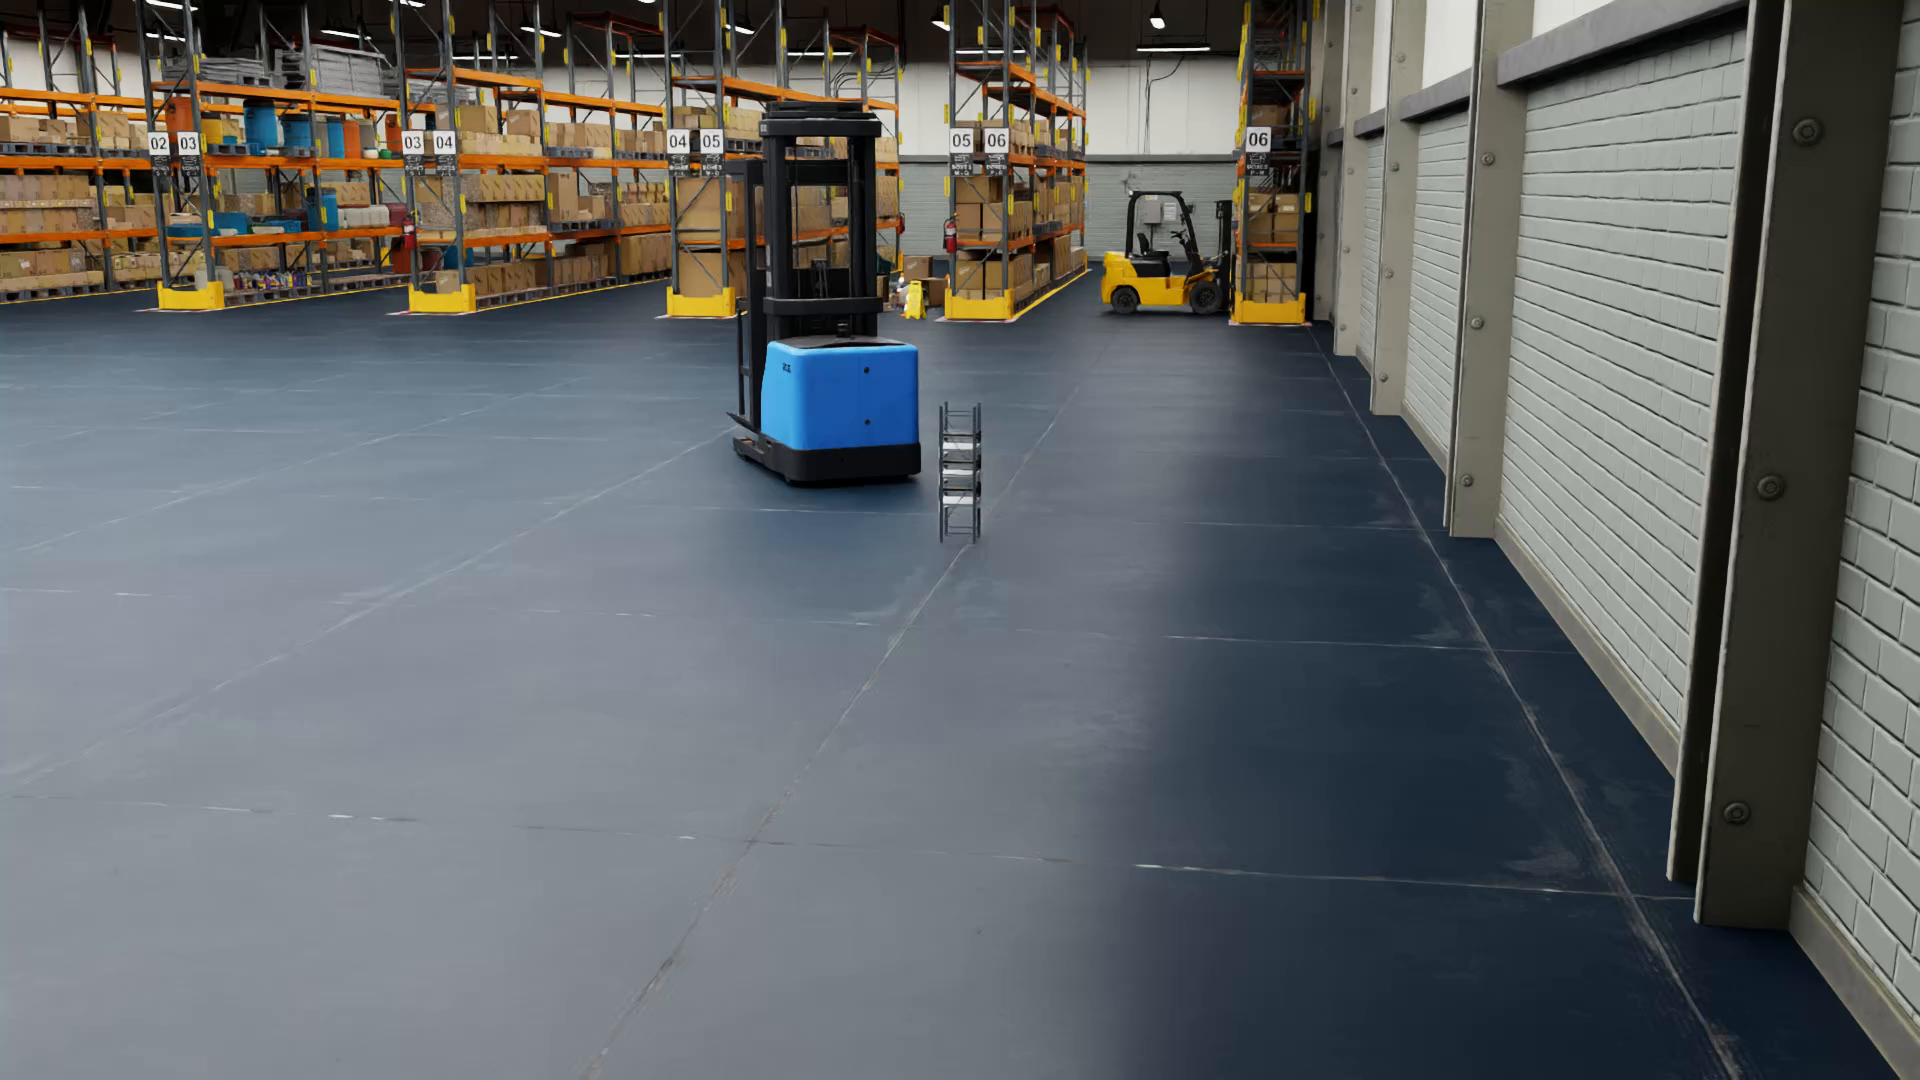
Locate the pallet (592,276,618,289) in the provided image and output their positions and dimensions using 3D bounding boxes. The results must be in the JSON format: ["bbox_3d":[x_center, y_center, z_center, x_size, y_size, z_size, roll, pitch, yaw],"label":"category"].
[{"bbox_3d":[-8.359,-5.778,37.301,1.003,0.211,1.213,2,12,9],"label":"pallet"}]

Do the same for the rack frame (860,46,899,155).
[{"bbox_3d":[-2.122,-11.720,44.014,1.000,3.000,0.127,2,12,9],"label":"rack frame"}]

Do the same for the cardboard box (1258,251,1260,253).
[{"bbox_3d":[6.466,-6.398,36.959,0.380,0.149,0.250,2,12,10],"label":"cardboard box"}]

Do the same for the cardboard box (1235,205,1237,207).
[{"bbox_3d":[6.579,-7.544,37.646,0.700,0.500,0.500,2,12,8],"label":"cardboard box"}]

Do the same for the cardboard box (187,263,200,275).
[{"bbox_3d":[-17.941,-6.261,38.457,0.500,0.250,0.500,2,12,8],"label":"cardboard box"}]

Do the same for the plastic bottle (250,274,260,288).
[{"bbox_3d":[-14.225,-5.233,33.575,0.152,0.276,0.135,2,12,9],"label":"plastic bottle"}]

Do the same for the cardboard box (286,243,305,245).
[{"bbox_3d":[-17.603,-7.579,43.929,0.500,0.500,0.500,2,12,9],"label":"cardboard box"}]

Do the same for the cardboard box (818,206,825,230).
[{"bbox_3d":[-3.234,-6.964,35.951,0.500,0.500,0.500,2,12,9],"label":"cardboard box"}]

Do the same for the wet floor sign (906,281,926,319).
[{"bbox_3d":[-0.762,-4.161,28.770,0.267,0.644,0.232,7,14,28],"label":"wet floor sign"}]

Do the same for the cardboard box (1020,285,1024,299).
[{"bbox_3d":[0.879,-4.557,30.549,0.500,0.250,0.500,3,12,12],"label":"cardboard box"}]

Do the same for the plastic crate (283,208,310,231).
[{"bbox_3d":[-13.975,-6.773,35.150,0.402,0.464,0.583,2,12,9],"label":"plastic crate"}]

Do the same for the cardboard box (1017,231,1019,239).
[{"bbox_3d":[0.869,-5.581,30.366,0.380,0.149,0.250,2,12,7],"label":"cardboard box"}]

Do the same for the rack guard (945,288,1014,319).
[{"bbox_3d":[0.336,-4.111,28.881,1.175,0.500,0.348,2,12,9],"label":"rack guard"}]

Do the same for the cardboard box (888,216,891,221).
[{"bbox_3d":[-2.008,-8.430,43.586,0.380,0.149,0.250,2,12,10],"label":"cardboard box"}]

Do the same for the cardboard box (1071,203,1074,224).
[{"bbox_3d":[2.501,-7.953,40.539,0.500,0.500,0.500,2,12,11],"label":"cardboard box"}]

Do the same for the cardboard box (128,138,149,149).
[{"bbox_3d":[-18.286,-8.787,36.884,0.500,0.250,0.500,1,12,4],"label":"cardboard box"}]

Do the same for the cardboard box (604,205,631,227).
[{"bbox_3d":[-7.894,-7.445,38.180,0.500,0.500,0.500,2,12,10],"label":"cardboard box"}]

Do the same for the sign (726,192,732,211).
[{"bbox_3d":[-4.035,-5.899,29.002,0.100,0.325,0.005,2,12,9],"label":"sign"}]

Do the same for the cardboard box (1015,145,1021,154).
[{"bbox_3d":[0.891,-6.988,29.775,0.380,0.149,0.250,2,12,9],"label":"cardboard box"}]

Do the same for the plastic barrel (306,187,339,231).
[{"bbox_3d":[-13.388,-6.947,34.918,0.600,0.901,0.708,2,12,9],"label":"plastic barrel"}]

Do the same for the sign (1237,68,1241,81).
[{"bbox_3d":[7.154,-11.933,42.600,0.100,0.325,0.005,2,12,9],"label":"sign"}]

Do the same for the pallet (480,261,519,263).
[{"bbox_3d":[-12.256,-7.342,44.562,1.003,0.211,1.213,2,12,9],"label":"pallet"}]

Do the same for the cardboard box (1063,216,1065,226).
[{"bbox_3d":[2.174,-7.430,38.704,0.500,0.250,0.500,2,12,7],"label":"cardboard box"}]

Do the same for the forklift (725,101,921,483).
[{"bbox_3d":[-1.317,-2.146,13.992,1.130,2.935,3.031,-5,13,-21],"label":"forklift"}]

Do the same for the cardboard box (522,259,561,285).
[{"bbox_3d":[-8.737,-5.591,34.705,0.700,0.500,0.500,1,12,4],"label":"cardboard box"}]

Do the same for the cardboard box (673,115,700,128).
[{"bbox_3d":[-4.783,-7.360,29.320,0.500,0.250,0.500,2,12,9],"label":"cardboard box"}]

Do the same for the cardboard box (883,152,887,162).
[{"bbox_3d":[-2.153,-9.756,42.379,0.500,0.250,0.500,2,12,11],"label":"cardboard box"}]

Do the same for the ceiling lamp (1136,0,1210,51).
[{"bbox_3d":[5.802,-14.907,44.949,2.000,3.185,0.800,2,12,9],"label":"ceiling lamp"}]

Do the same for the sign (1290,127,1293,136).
[{"bbox_3d":[7.007,-8.560,35.059,0.100,0.325,0.005,2,12,9],"label":"sign"}]

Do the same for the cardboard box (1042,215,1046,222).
[{"bbox_3d":[1.565,-6.607,34.132,0.380,0.149,0.250,2,12,11],"label":"cardboard box"}]

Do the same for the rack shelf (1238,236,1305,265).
[{"bbox_3d":[5.537,-5.222,29.810,1.077,0.370,4.000,2,12,9],"label":"rack shelf"}]

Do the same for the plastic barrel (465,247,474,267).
[{"bbox_3d":[-12.617,-7.363,42.024,0.600,0.901,0.708,2,12,9],"label":"plastic barrel"}]

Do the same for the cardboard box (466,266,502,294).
[{"bbox_3d":[-9.182,-5.006,32.039,0.500,0.500,0.500,3,13,14],"label":"cardboard box"}]

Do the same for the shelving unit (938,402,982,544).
[{"bbox_3d":[0.001,-0.442,10.906,0.258,0.900,0.210,2,12,9],"label":"shelving unit"}]

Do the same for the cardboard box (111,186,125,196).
[{"bbox_3d":[-22.125,-9.083,43.247,0.500,0.250,0.500,2,12,10],"label":"cardboard box"}]

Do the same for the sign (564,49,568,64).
[{"bbox_3d":[-8.786,-10.787,37.095,0.100,0.325,0.005,2,12,9],"label":"sign"}]

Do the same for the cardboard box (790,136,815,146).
[{"bbox_3d":[-3.343,-8.520,34.816,0.500,0.500,0.500,2,12,9],"label":"cardboard box"}]

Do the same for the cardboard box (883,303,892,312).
[{"bbox_3d":[-1.470,-4.261,30.414,0.380,0.149,0.250,10,15,38],"label":"cardboard box"}]

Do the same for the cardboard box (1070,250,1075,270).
[{"bbox_3d":[2.372,-6.895,40.952,0.875,0.438,0.875,2,12,8],"label":"cardboard box"}]

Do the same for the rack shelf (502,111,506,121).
[{"bbox_3d":[-12.209,-11.098,43.788,1.077,0.370,4.000,2,12,9],"label":"rack shelf"}]

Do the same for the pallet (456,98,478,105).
[{"bbox_3d":[-12.613,-10.768,40.996,1.003,0.211,1.213,2,12,9],"label":"pallet"}]

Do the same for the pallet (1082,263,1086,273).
[{"bbox_3d":[2.739,-7.115,43.509,1.003,0.211,1.213,2,12,9],"label":"pallet"}]

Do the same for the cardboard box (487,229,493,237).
[{"bbox_3d":[-9.014,-5.774,31.263,0.380,0.149,0.250,2,12,9],"label":"cardboard box"}]

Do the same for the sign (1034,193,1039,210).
[{"bbox_3d":[1.477,-6.557,32.243,0.100,0.325,0.005,2,12,9],"label":"sign"}]

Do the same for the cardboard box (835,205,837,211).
[{"bbox_3d":[-3.002,-7.556,37.827,0.380,0.149,0.250,1,12,7],"label":"cardboard box"}]

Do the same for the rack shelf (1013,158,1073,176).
[{"bbox_3d":[1.862,-8.513,37.964,1.077,0.370,4.000,2,12,9],"label":"rack shelf"}]

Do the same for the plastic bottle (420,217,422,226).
[{"bbox_3d":[-12.686,-7.490,39.099,0.097,0.201,0.097,0,12,0],"label":"plastic bottle"}]

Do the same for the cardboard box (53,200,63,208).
[{"bbox_3d":[-18.629,-6.883,34.035,0.380,0.149,0.250,2,12,8],"label":"cardboard box"}]

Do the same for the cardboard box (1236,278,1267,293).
[{"bbox_3d":[4.995,-4.374,28.512,0.500,0.250,0.500,2,12,8],"label":"cardboard box"}]

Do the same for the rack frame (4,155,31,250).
[{"bbox_3d":[-22.921,-7.785,39.996,1.000,3.000,0.127,2,12,9],"label":"rack frame"}]

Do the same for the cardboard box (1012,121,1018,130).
[{"bbox_3d":[0.815,-7.270,29.193,0.380,0.149,0.250,2,12,8],"label":"cardboard box"}]

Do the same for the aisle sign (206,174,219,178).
[{"bbox_3d":[-21.383,-10.726,47.474,0.394,0.787,0.004,2,12,9],"label":"aisle sign"}]

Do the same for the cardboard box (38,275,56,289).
[{"bbox_3d":[-18.721,-5.238,33.706,0.500,0.250,0.500,2,12,9],"label":"cardboard box"}]

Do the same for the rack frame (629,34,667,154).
[{"bbox_3d":[-7.622,-11.069,40.994,1.000,3.000,0.127,2,12,9],"label":"rack frame"}]

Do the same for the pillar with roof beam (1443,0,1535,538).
[{"bbox_3d":[-0.795,-4.598,10.968,9.100,9.000,0.400,2,12,9],"label":"pillar with roof beam"}]

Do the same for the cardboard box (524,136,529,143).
[{"bbox_3d":[-8.702,-7.874,32.699,0.380,0.149,0.250,1,12,6],"label":"cardboard box"}]
